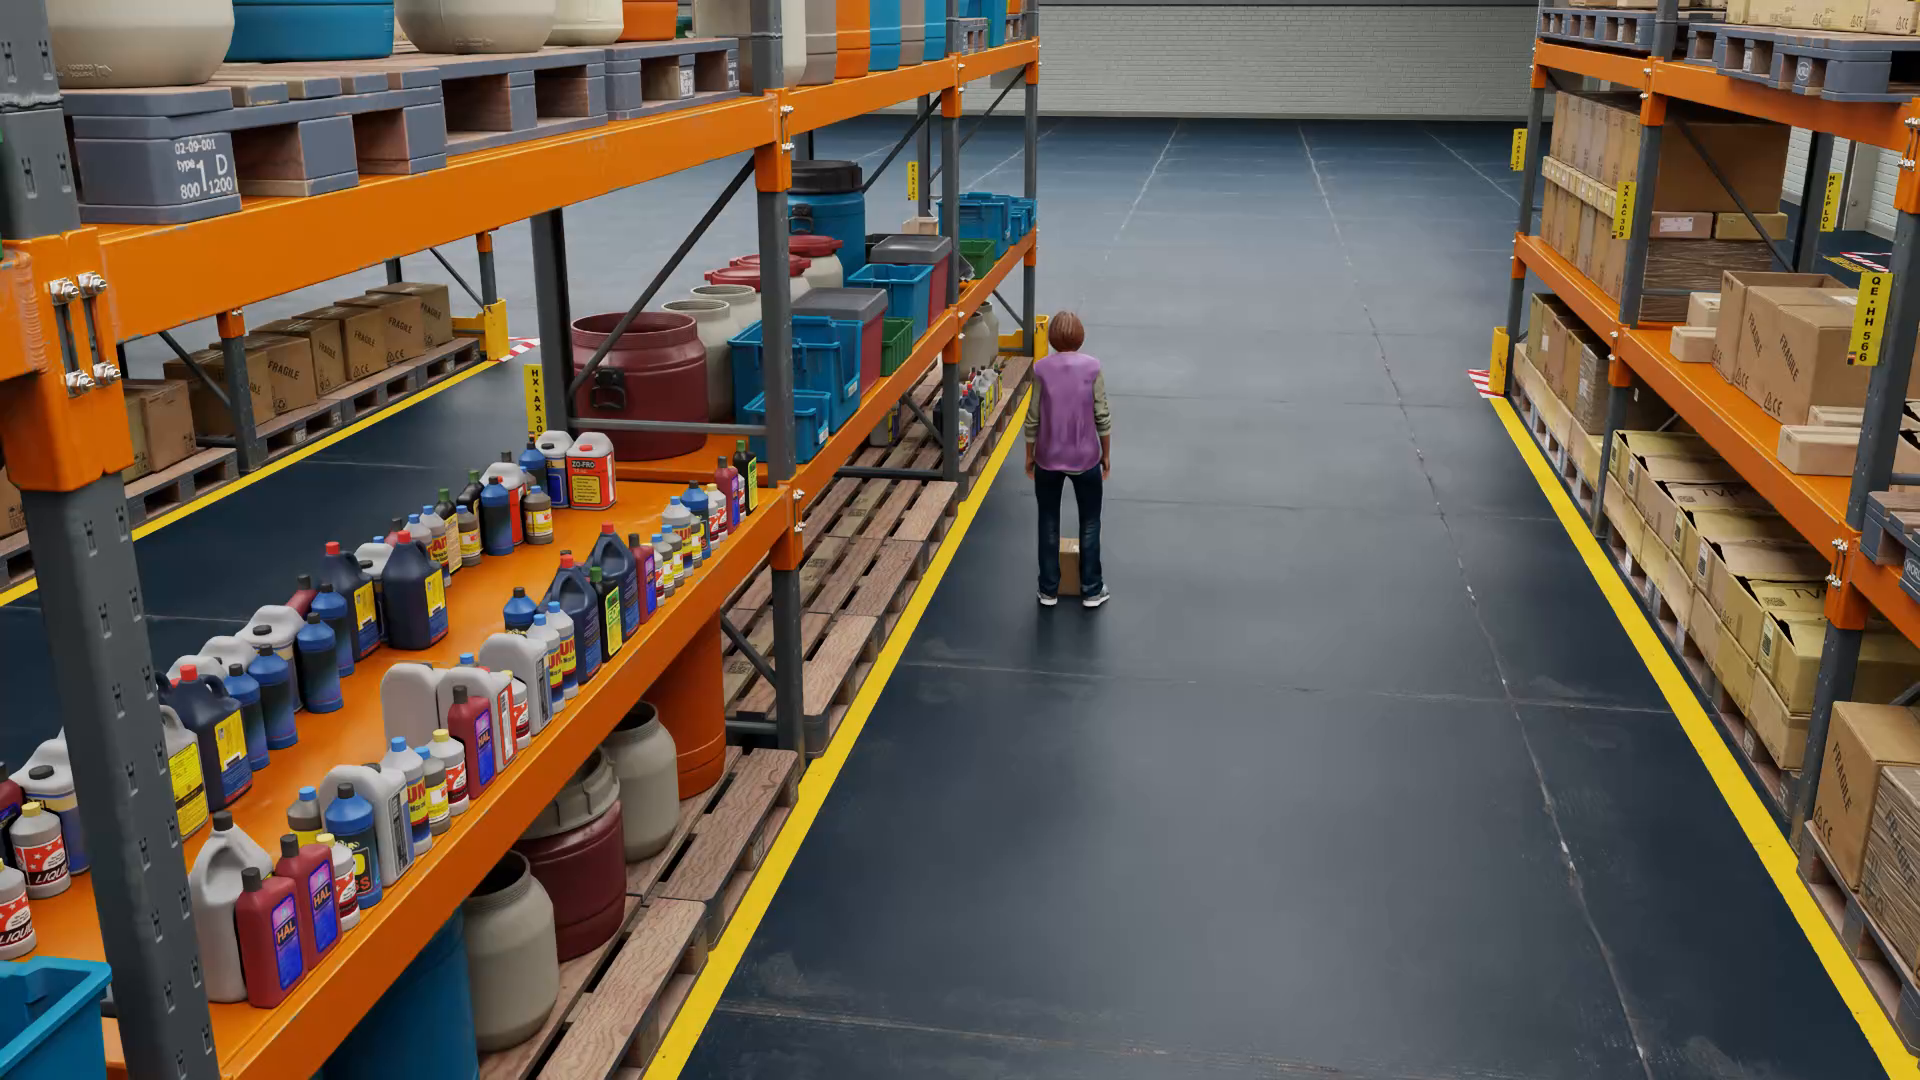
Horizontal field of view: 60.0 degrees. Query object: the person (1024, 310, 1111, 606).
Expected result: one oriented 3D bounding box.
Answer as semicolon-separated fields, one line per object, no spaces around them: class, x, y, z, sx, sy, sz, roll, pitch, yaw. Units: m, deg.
person;0.576;-0.416;8.845;0.477;1.591;0.345;2;18;6
